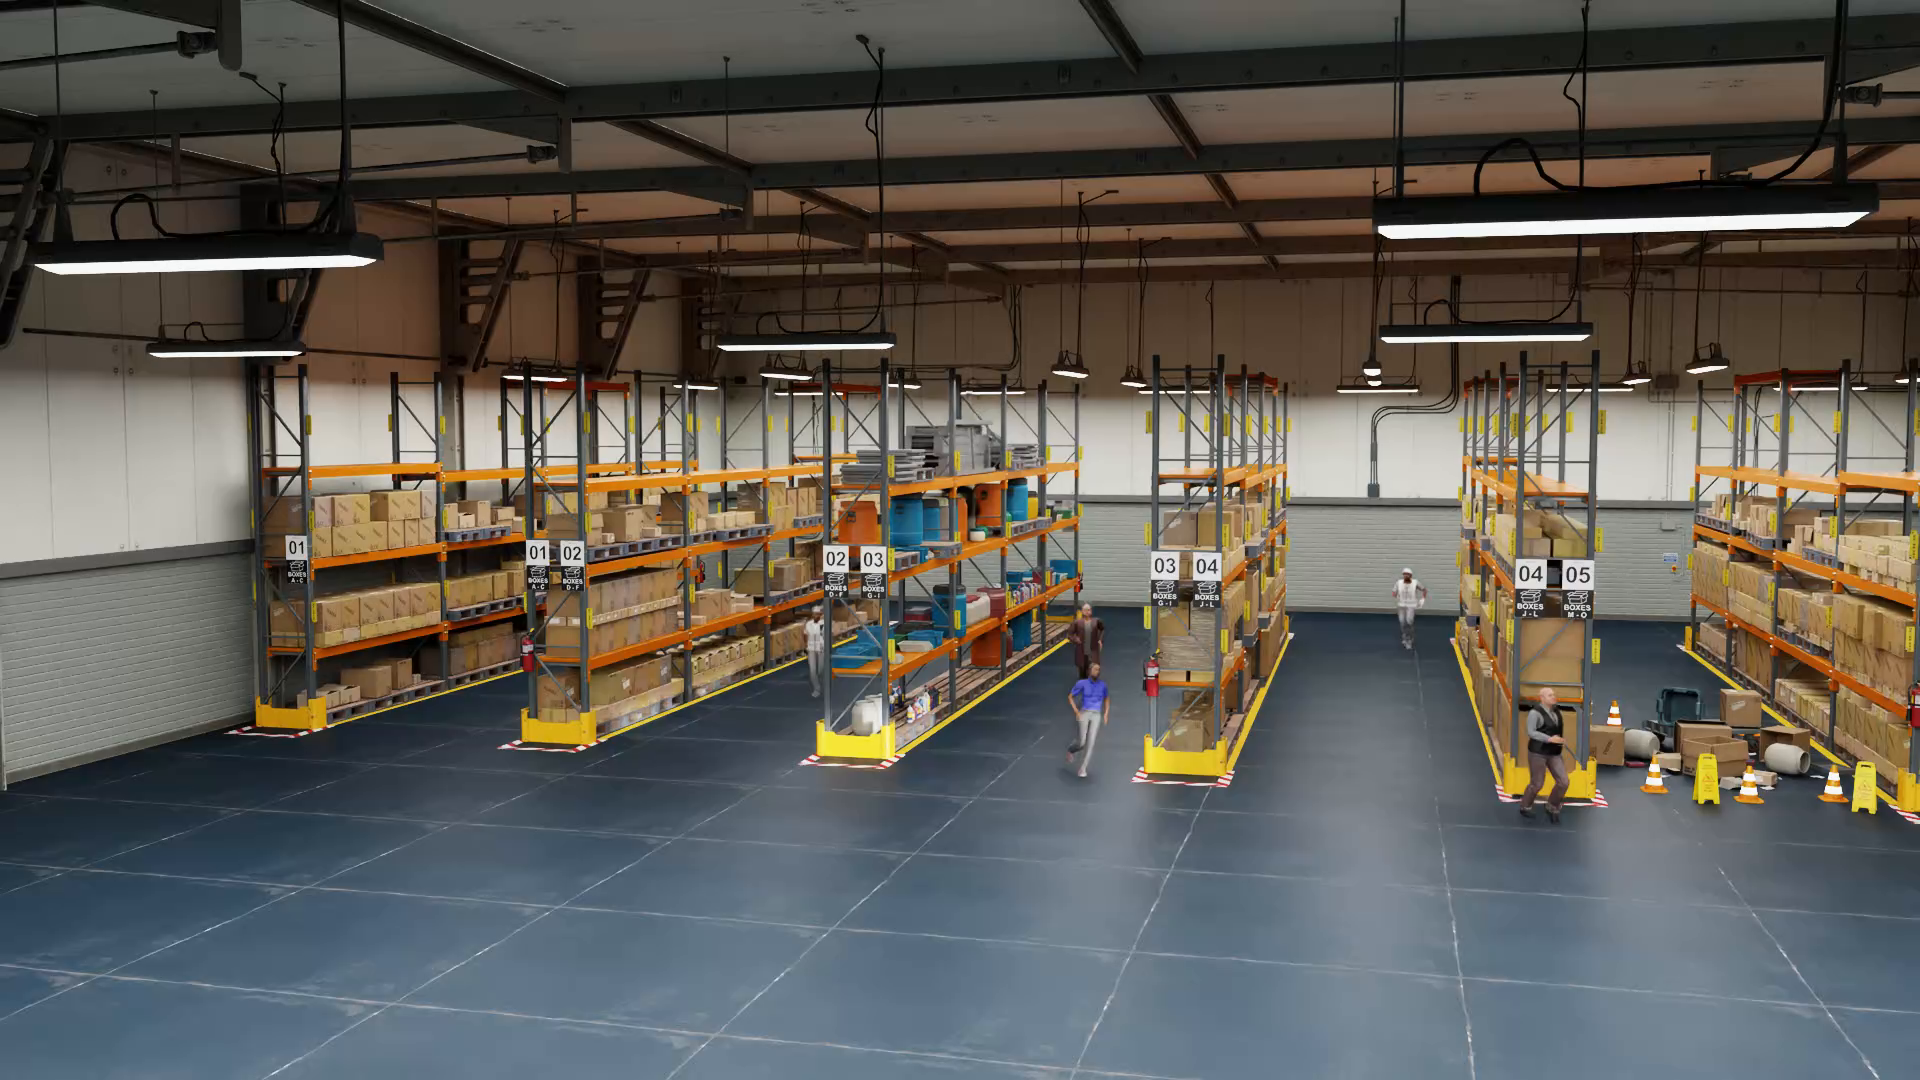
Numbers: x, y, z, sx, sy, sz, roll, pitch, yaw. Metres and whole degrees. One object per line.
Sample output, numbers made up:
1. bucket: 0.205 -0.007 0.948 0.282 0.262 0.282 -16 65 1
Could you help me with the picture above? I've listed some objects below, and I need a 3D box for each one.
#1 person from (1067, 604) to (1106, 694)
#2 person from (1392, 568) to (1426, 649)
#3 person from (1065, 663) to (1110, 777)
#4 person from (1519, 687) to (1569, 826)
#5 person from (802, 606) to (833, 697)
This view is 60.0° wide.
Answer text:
1. person: 2.285 2.038 29.963 0.712 1.776 1.037 0 4 1
2. person: 10.081 1.550 37.445 0.706 1.850 0.748 2 5 29
3. person: 1.880 2.603 23.931 0.625 1.499 0.679 -1 4 -13
4. person: 7.355 2.728 20.835 0.668 1.777 0.733 -2 4 -24
5. person: -2.651 2.045 30.889 0.586 1.676 0.562 1 4 11
